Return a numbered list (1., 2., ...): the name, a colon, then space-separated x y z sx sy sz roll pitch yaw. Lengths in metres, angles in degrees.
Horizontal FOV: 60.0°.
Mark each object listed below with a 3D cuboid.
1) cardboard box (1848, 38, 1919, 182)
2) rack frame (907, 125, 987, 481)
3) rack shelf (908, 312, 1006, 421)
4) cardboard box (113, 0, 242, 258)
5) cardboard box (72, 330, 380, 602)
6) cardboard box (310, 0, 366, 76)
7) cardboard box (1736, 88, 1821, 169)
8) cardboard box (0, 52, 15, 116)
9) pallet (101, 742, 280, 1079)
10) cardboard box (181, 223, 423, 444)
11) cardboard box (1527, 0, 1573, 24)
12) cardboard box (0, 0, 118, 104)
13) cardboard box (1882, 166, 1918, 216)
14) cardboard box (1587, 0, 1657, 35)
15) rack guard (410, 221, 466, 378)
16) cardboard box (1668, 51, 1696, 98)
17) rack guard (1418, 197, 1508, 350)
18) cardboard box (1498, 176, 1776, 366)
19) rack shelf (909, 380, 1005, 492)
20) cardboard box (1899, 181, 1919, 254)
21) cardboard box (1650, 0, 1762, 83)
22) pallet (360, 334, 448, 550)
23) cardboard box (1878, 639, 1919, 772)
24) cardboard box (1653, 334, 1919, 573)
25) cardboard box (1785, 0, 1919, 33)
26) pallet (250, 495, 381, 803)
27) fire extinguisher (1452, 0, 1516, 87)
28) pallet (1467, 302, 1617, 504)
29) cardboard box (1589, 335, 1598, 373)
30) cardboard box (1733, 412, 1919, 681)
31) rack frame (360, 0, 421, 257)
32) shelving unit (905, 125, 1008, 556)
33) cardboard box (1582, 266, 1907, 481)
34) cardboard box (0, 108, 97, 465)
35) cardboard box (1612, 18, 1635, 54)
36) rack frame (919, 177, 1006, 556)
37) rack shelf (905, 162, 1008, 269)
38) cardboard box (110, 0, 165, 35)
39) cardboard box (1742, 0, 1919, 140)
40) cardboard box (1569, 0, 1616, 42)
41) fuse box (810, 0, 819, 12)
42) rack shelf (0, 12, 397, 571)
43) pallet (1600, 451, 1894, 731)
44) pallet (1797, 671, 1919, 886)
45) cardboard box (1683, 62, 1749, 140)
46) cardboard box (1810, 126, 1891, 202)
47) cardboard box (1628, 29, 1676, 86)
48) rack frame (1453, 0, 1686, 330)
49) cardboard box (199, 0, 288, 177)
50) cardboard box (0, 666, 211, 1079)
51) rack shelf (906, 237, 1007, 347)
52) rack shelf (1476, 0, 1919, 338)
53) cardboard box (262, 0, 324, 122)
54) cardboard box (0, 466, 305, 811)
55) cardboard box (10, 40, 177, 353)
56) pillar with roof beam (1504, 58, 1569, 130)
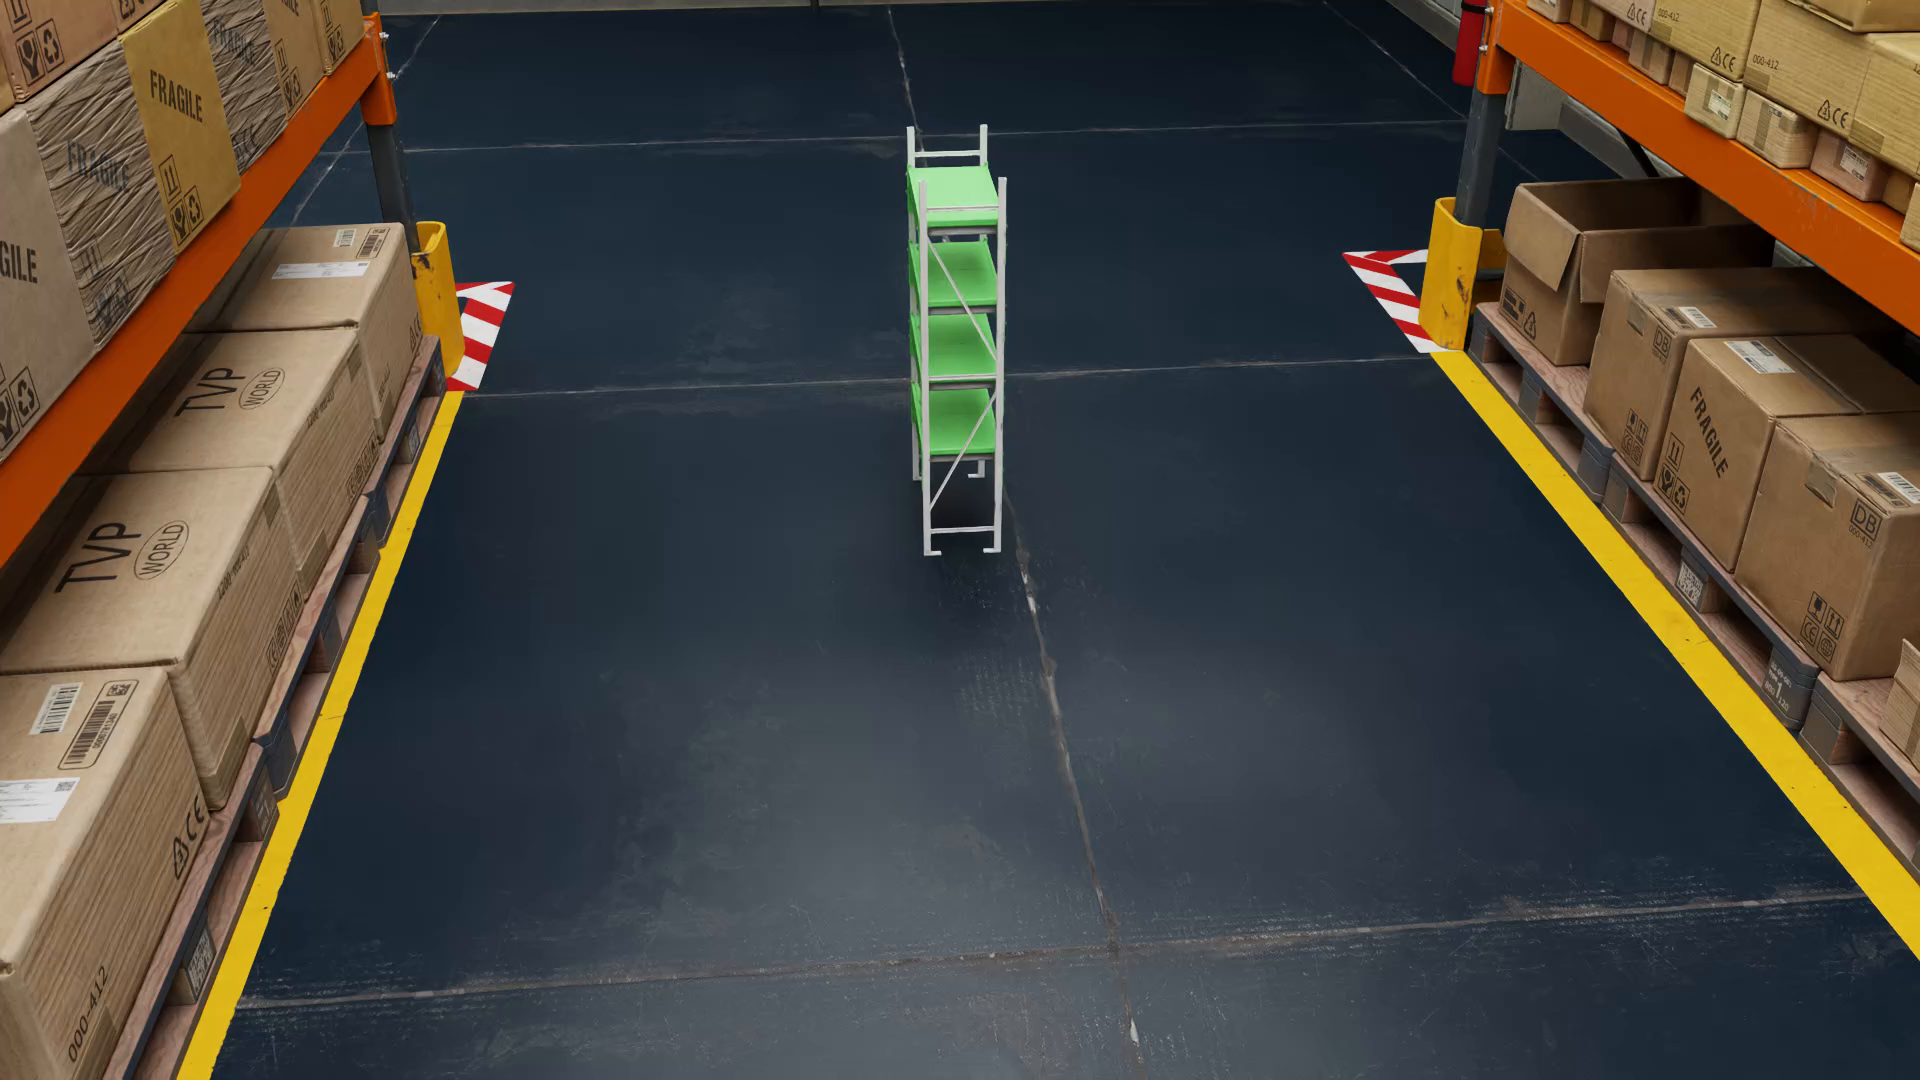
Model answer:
1. cardboard box: 2.426 -0.959 3.786 0.500 0.250 0.500 -3 31 -5
2. rack frame: -0.038 -0.724 5.292 0.240 1.200 0.015 -3 31 -5
3. rack shelf: -0.015 -0.545 5.117 0.258 0.148 0.480 -3 31 -5
4. cardboard box: -2.044 -0.966 3.845 0.500 0.500 0.500 -2 31 -3
5. cardboard box: -2.249 -0.220 4.783 0.875 0.438 0.875 -2 31 -3
6. cardboard box: -2.195 -1.748 5.155 0.500 0.500 0.500 -3 31 -4
7. cardboard box: 2.311 -1.096 4.406 0.380 0.149 0.250 -2 31 -3
8. cardboard box: -1.974 -0.882 2.729 0.500 0.500 0.500 -3 31 -5
9. pallet: -2.123 0.908 3.524 1.003 0.211 1.213 -3 31 -5
10. cardboard box: -2.343 -0.687 5.565 0.875 0.438 0.875 -4 31 -6
11. cardboard box: 2.195 -1.890 5.734 0.380 0.149 0.250 -3 31 -5
12. cardboard box: -2.011 -1.144 3.168 0.500 0.500 0.500 -2 31 -4
13. cardboard box: 2.474 -0.844 3.983 0.380 0.149 0.250 -2 31 -4
14. cardboard box: 2.259 -1.740 5.095 0.500 0.250 0.500 -2 31 -4
15. rack guard: -2.506 -0.878 6.233 1.175 0.500 0.348 -3 31 -5
16. cardboard box: 2.317 -1.363 4.851 0.380 0.149 0.250 -2 31 -4
17. rack guard: 2.445 -1.067 6.549 1.175 0.500 0.348 -3 31 -5
18. cardboard box: 2.401 -0.971 5.975 0.797 0.503 0.637 -4 31 -7
19. rack shelf: -0.015 -0.339 5.240 0.258 0.148 0.480 -3 31 -5
20. cardboard box: 2.387 -0.707 3.754 0.380 0.149 0.250 -3 31 -5
21. cardboard box: 2.310 -1.482 4.662 0.500 0.250 0.500 -3 31 -6
22. pallet: -2.351 -0.337 5.609 1.003 0.211 1.213 -3 31 -5
23. cardboard box: 2.434 0.404 3.905 0.396 0.266 0.258 -2 31 -3
24. cardboard box: 2.392 -0.256 4.782 0.500 0.500 0.500 -2 31 -4
25. cardboard box: 2.352 -1.554 4.051 0.500 0.500 0.500 -2 31 -3
26. pallet: -2.240 0.284 4.569 1.003 0.211 1.213 -3 31 -5
27. fire extinguisher: 1.964 -2.039 6.177 0.296 0.674 0.183 -3 31 -5
28. pallet: 2.520 -0.536 5.941 1.003 0.211 1.213 -3 31 -5
29. cardboard box: 2.402 -0.600 5.699 0.380 0.149 0.250 -4 31 -7
30. cardboard box: 2.539 -0.001 4.354 0.700 0.500 0.500 -4 31 -6
31. rack frame: -2.504 -1.939 5.571 1.000 3.000 0.127 -3 31 -5
32. shelving unit: -0.015 -0.600 5.084 0.258 1.200 0.503 -3 31 -5
33. cardboard box: 2.442 -0.531 5.242 0.700 0.500 0.500 -2 31 -3
34. cardboard box: -1.956 -0.449 2.979 0.500 0.500 0.500 -3 31 -4
35. cardboard box: 2.324 -1.630 5.299 0.380 0.149 0.250 -3 31 -5
36. rack frame: 0.007 -0.475 4.875 0.240 1.200 0.015 -3 31 -5
37. rack shelf: -0.016 -0.957 4.870 0.258 0.148 0.480 -3 31 -5
38. cardboard box: -2.056 -1.402 3.599 0.500 0.500 0.500 -3 31 -5
39. cardboard box: 2.379 -1.222 4.226 0.500 0.250 0.500 -4 31 -6
40. cardboard box: 2.265 -1.762 5.520 0.380 0.149 0.250 -2 31 -3
41. fuse box: -0.949 -4.290 10.763 0.539 1.711 0.414 -3 31 -5
42. rack shelf: -2.317 -0.609 4.046 1.077 0.370 4.000 -3 31 -5
43. pallet: 2.631 0.086 4.901 1.003 0.211 1.213 -3 31 -5
44. pallet: 2.748 0.710 3.856 1.003 0.211 1.213 -3 31 -5
45. cardboard box: 2.266 -1.230 4.629 0.380 0.149 0.250 -4 31 -6
46. cardboard box: 2.404 -0.968 4.191 0.380 0.149 0.250 -3 31 -5
47. cardboard box: 2.287 -1.498 5.078 0.380 0.149 0.250 -2 31 -3
48. rack frame: 2.438 -2.179 5.973 1.000 3.000 0.127 -3 31 -5
49. cardboard box: -2.106 -1.229 4.286 0.500 0.500 0.500 -2 31 -3
50. cardboard box: -2.082 0.697 3.247 0.875 0.438 0.875 -3 31 -5
51. rack shelf: -0.016 -0.751 4.994 0.258 0.148 0.480 -3 31 -5
52. rack shelf: 2.625 -0.849 4.448 1.077 0.370 4.000 -3 31 -5
53. cardboard box: -2.163 -1.492 4.724 0.500 0.500 0.500 -3 31 -6
54. cardboard box: -2.166 0.240 4.012 0.875 0.438 0.875 -4 31 -6
55. cardboard box: -1.996 -0.703 3.405 0.500 0.500 0.500 -3 31 -4
56. pillar with roof beam: -1.203 -5.968 6.466 9.100 9.000 0.400 -3 31 -5
